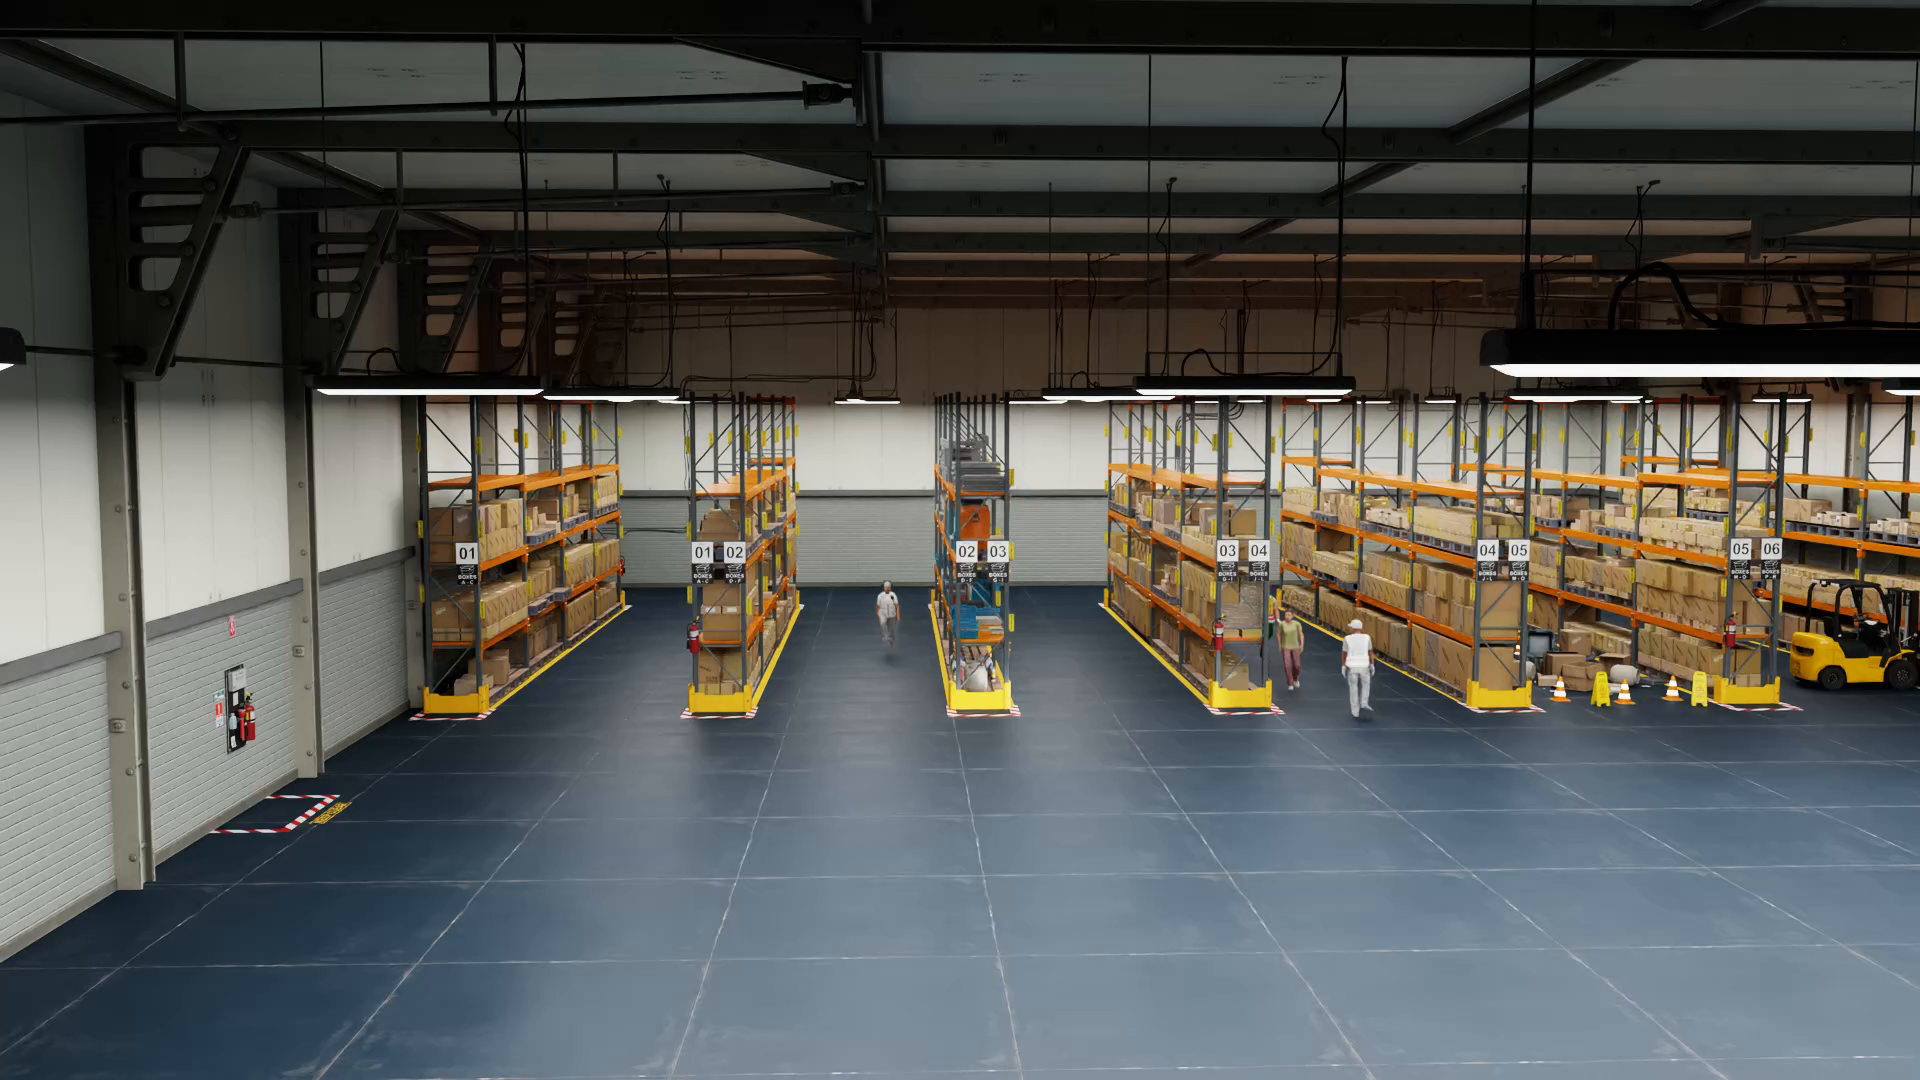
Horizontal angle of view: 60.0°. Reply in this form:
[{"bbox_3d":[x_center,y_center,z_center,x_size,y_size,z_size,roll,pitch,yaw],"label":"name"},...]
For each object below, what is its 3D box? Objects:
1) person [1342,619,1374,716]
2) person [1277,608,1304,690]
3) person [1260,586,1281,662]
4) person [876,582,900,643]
[{"bbox_3d":[7.373,2.362,30.813,0.599,1.774,0.489,1,5,10],"label":"person"},{"bbox_3d":[6.705,2.198,33.781,0.524,1.654,0.523,1,5,7],"label":"person"},{"bbox_3d":[6.884,1.845,37.264,0.554,1.735,1.026,0,5,-6],"label":"person"},{"bbox_3d":[-1.679,1.671,38.601,0.532,1.401,1.036,0,5,-5],"label":"person"}]
